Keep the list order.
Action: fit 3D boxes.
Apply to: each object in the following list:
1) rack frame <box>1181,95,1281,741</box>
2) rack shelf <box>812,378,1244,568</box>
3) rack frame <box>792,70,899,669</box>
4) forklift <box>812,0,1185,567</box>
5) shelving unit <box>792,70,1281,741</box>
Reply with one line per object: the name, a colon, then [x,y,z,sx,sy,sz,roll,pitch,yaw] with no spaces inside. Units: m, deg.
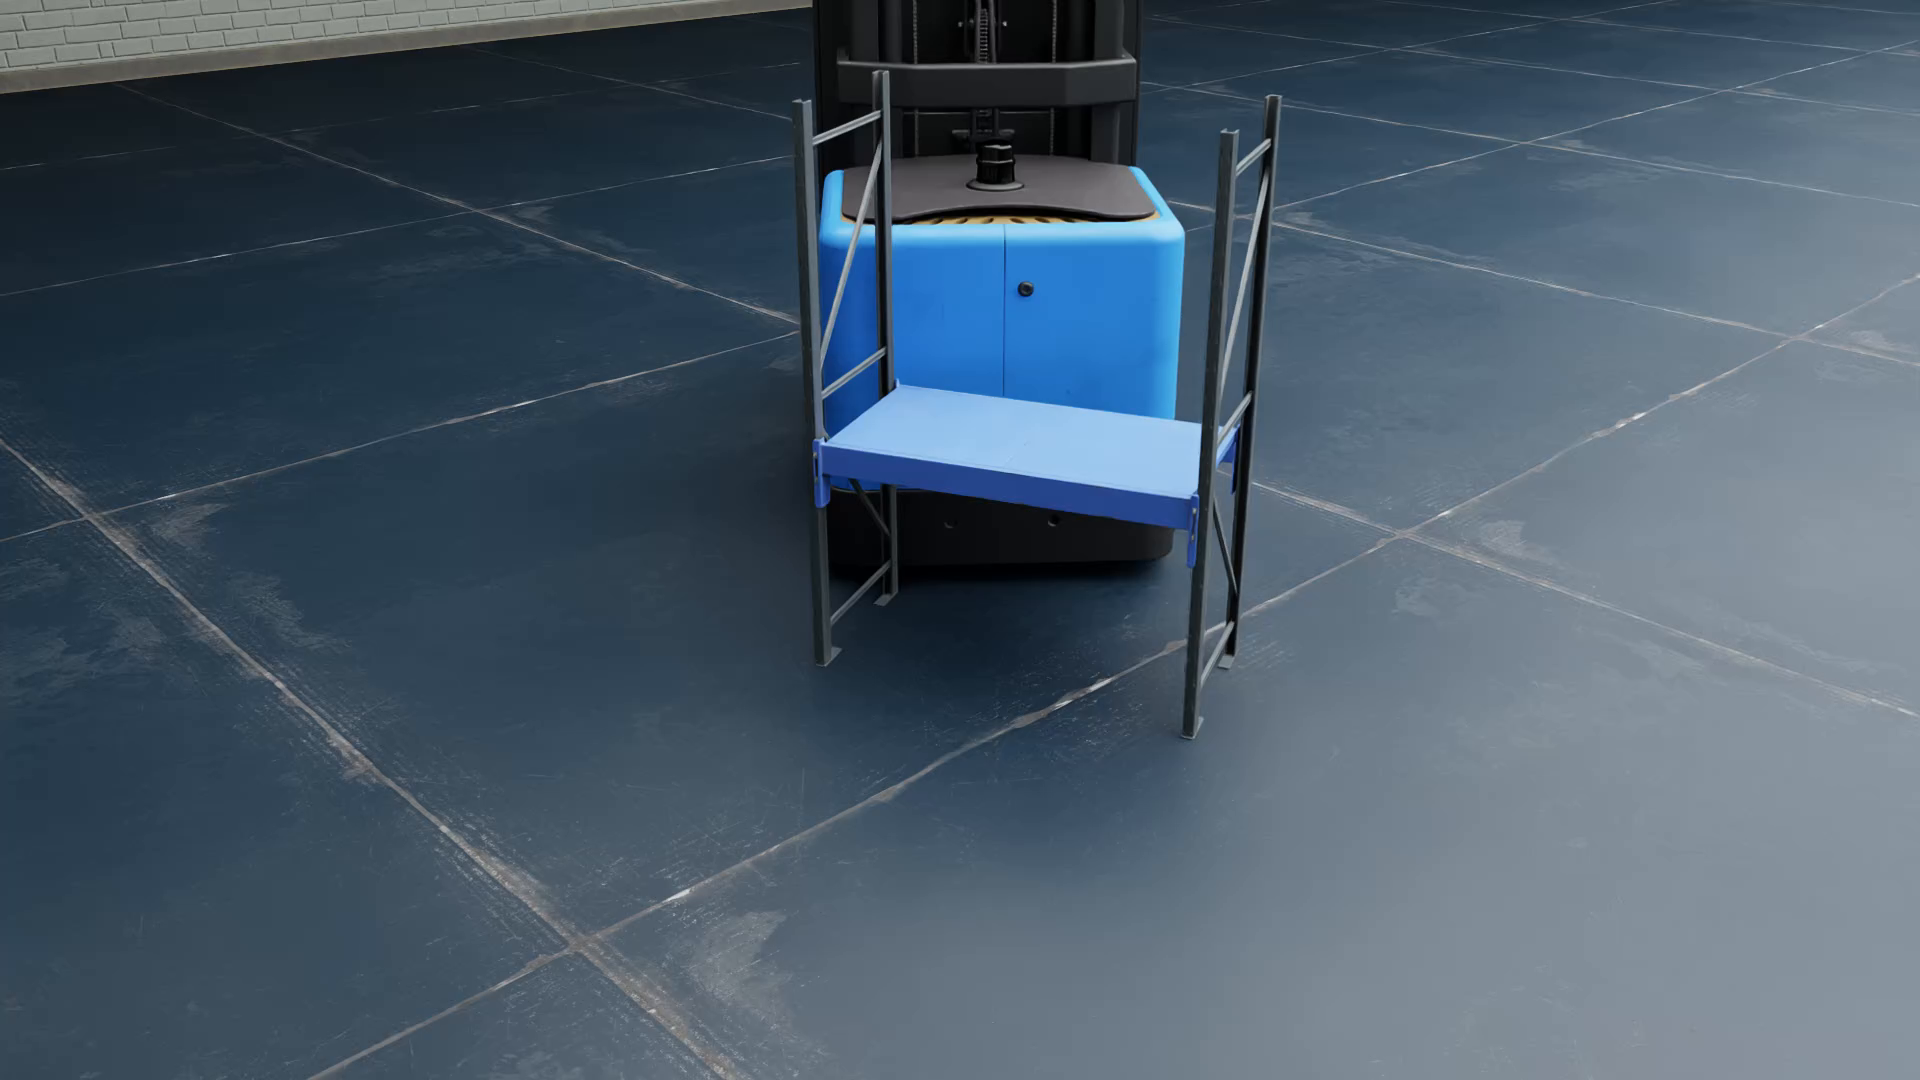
rack frame: [0.659,-0.279,4.054,0.032,1.500,0.500,9,26,19]
rack shelf: [0.186,-0.192,4.298,1.000,0.185,0.538,9,26,19]
rack frame: [-0.288,-0.433,4.392,0.032,1.500,0.500,9,26,19]
forklift: [0.044,-1.824,5.718,1.130,2.935,3.031,-1,25,-3]
shelving unit: [0.186,-0.356,4.223,1.048,1.500,0.538,9,26,19]
